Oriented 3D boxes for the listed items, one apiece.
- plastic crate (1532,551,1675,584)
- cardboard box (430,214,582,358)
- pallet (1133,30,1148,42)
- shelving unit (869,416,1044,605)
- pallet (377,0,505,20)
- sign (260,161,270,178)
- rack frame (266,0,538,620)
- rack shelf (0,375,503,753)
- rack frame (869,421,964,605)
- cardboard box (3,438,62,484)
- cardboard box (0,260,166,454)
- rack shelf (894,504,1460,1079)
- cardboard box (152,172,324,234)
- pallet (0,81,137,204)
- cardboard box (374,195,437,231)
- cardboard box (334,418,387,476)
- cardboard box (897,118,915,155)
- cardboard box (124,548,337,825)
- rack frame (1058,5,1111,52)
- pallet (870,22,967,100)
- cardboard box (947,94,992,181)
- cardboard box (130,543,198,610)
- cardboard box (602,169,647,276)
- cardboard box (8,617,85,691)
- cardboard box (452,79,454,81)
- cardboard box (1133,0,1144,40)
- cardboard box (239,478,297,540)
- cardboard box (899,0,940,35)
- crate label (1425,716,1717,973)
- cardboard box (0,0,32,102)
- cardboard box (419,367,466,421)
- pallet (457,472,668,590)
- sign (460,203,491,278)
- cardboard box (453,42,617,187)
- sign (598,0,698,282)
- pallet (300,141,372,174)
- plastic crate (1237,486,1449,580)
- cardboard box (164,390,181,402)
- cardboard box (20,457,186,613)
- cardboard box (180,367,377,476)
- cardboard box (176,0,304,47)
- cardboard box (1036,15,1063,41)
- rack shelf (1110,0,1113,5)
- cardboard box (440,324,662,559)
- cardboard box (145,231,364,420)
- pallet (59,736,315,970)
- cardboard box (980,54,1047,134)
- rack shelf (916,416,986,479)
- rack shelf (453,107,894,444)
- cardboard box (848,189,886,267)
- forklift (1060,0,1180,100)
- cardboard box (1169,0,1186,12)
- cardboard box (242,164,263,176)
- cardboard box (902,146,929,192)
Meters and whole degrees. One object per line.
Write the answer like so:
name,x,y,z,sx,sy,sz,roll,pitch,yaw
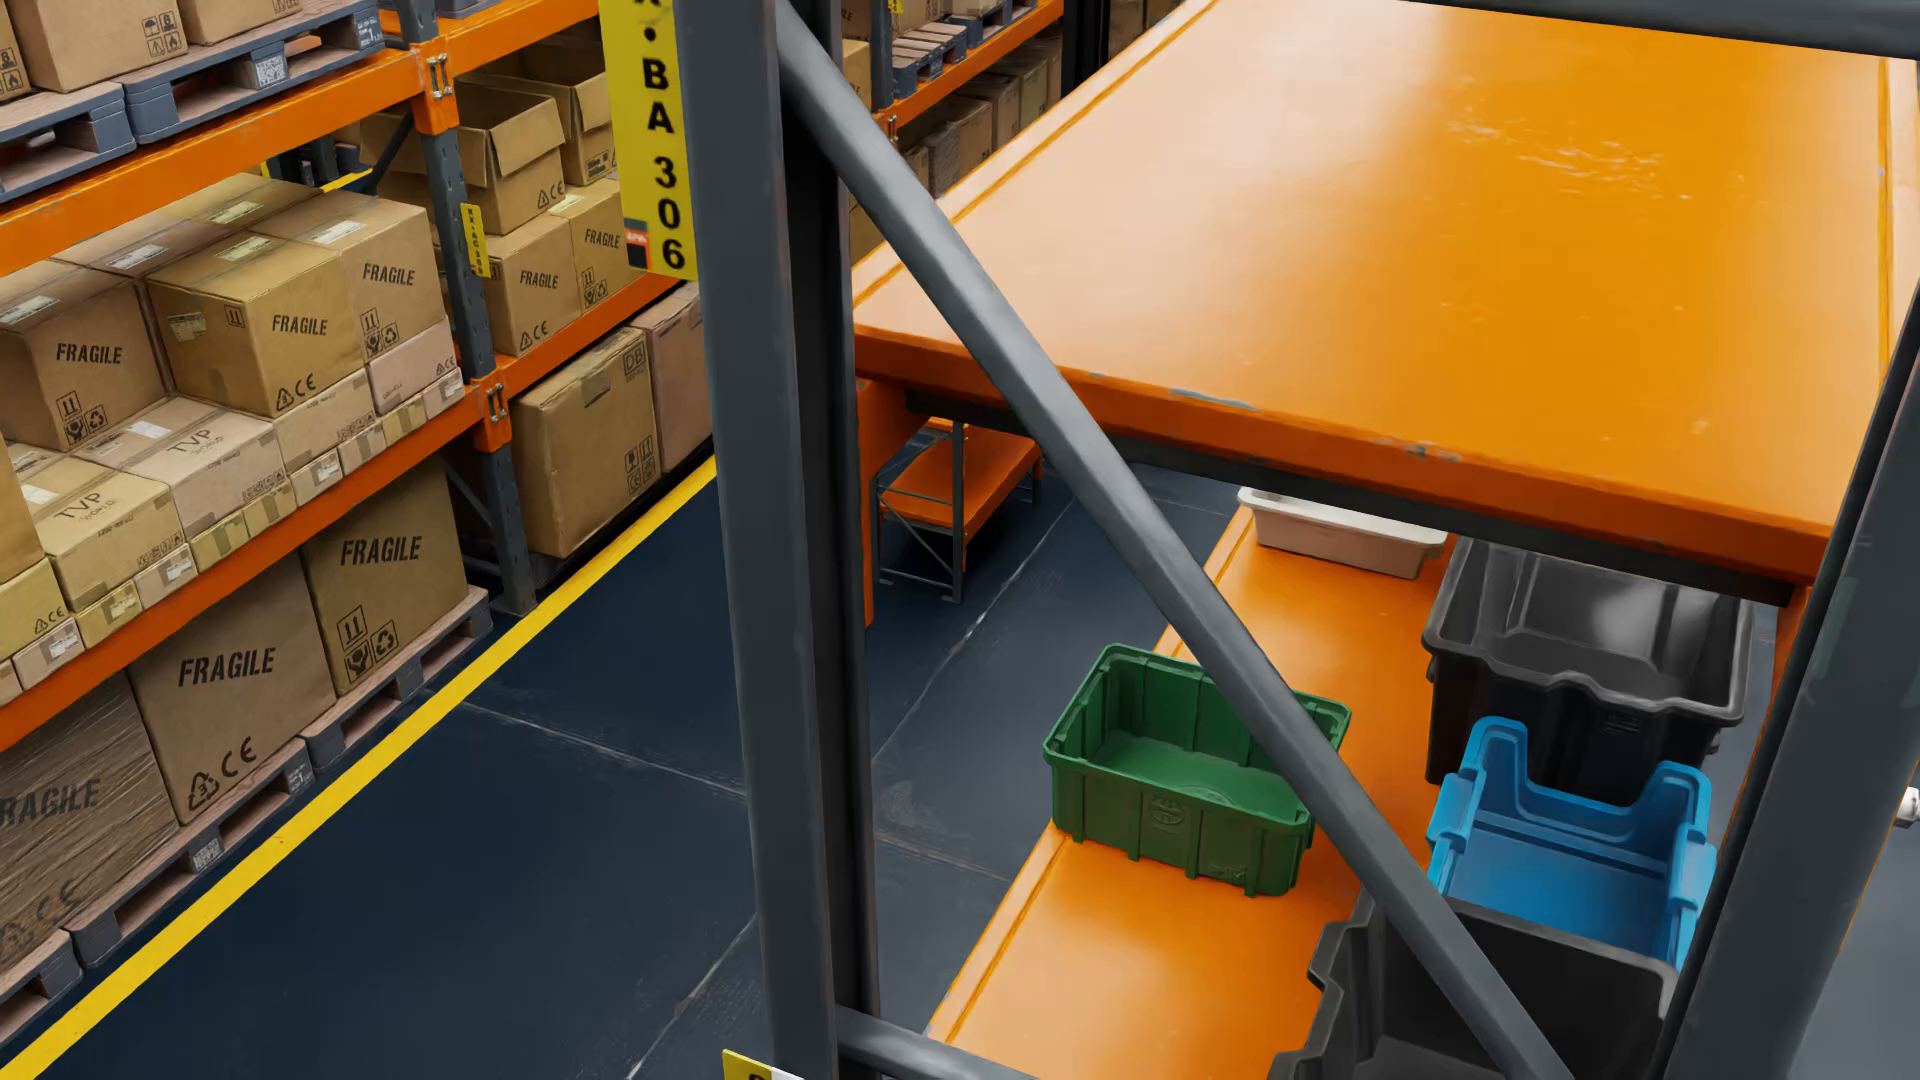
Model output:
plastic crate,1.460,-0.119,3.568,0.437,0.282,0.530,14,36,20
cardboard box,-2.154,-1.223,7.789,0.500,0.500,0.500,14,36,21
pallet,1.532,-4.780,15.848,1.003,0.211,1.213,14,36,20
shelving unit,-0.003,-0.467,8.436,0.538,1.125,1.048,14,36,20
pallet,-2.234,-2.652,7.498,0.805,0.209,1.217,13,35,19
sign,-3.070,-1.580,7.441,0.100,0.325,0.005,14,36,20
rack frame,-2.573,-1.010,7.554,1.000,3.000,0.127,14,36,20
rack shelf,-3.410,0.287,6.232,1.077,0.370,4.000,14,36,20
rack frame,-0.216,-0.214,8.050,0.500,1.125,0.032,14,36,20
cardboard box,-3.645,-0.148,6.105,0.500,0.250,0.500,14,36,21
cardboard box,-3.432,-0.701,6.266,0.500,0.500,0.500,13,35,19
rack shelf,1.089,0.169,3.677,1.077,0.370,4.000,14,36,20
cardboard box,-3.006,-1.205,7.034,0.500,0.500,0.500,14,36,20
pallet,-3.437,-1.216,5.215,1.003,0.211,1.213,14,36,20
cardboard box,-2.625,-1.347,7.977,0.500,0.500,0.500,14,36,21
cardboard box,-2.618,-0.421,6.886,0.380,0.149,0.250,14,36,20
cardboard box,-0.647,-2.795,11.471,0.500,0.250,0.500,16,36,22
cardboard box,-3.298,0.462,6.865,0.875,0.875,0.875,14,36,20
rack frame,0.774,-4.994,13.631,1.000,3.000,0.127,14,36,20
pallet,-0.698,-3.301,11.223,1.213,0.211,1.003,14,36,20
cardboard box,-0.186,-3.042,12.532,0.700,0.500,0.500,17,37,24
cardboard box,-3.048,0.089,6.108,0.380,0.149,0.250,15,36,21
cardboard box,-1.734,-1.723,8.551,0.500,0.500,0.500,13,36,19
cardboard box,-3.263,0.346,5.716,0.380,0.149,0.250,14,36,20
cardboard box,-4.663,-4.144,14.002,1.050,0.750,0.750,15,36,21
cardboard box,1.399,-4.928,15.427,0.500,0.500,0.500,11,35,16
cardboard box,-2.833,-0.165,6.495,0.380,0.149,0.250,15,36,21
cardboard box,-0.567,-3.798,11.333,0.700,0.500,0.500,20,38,27
crate label,0.932,0.541,2.589,0.408,0.251,0.502,14,36,20
cardboard box,-3.423,-1.625,5.192,0.700,0.500,0.500,16,36,23
cardboard box,-2.403,-0.678,7.277,0.380,0.149,0.250,14,36,21
pallet,-2.319,-0.245,8.931,1.003,0.211,1.213,14,36,20
sign,-2.068,-1.278,7.102,0.100,0.325,0.005,14,36,20
cardboard box,-2.016,-2.130,8.257,0.797,0.503,0.637,15,36,21
sign,-0.254,-0.373,1.407,0.100,0.325,0.005,14,36,20
pallet,-4.964,-3.399,13.741,1.003,0.211,1.213,14,36,20
plastic crate,0.891,-0.111,3.689,0.437,0.136,0.530,14,36,20
cardboard box,-3.220,-0.651,6.872,0.500,0.250,0.500,14,36,20
cardboard box,-3.162,-0.027,5.921,0.500,0.250,0.500,13,36,20
cardboard box,-2.734,-0.533,6.693,0.500,0.250,0.500,15,36,22
cardboard box,-2.846,-2.120,5.946,0.700,0.500,0.500,12,35,18
cardboard box,0.978,-4.314,14.491,0.500,0.500,0.500,13,35,19
rack shelf,1.611,-5.689,15.347,1.077,0.370,4.000,14,36,20
cardboard box,-2.324,-0.620,8.515,1.225,0.875,0.875,14,36,21
cardboard box,-2.736,-0.846,6.486,0.500,0.500,0.500,15,36,21
pallet,-3.471,1.127,6.839,1.003,0.211,1.213,14,36,20
cardboard box,0.281,-3.598,13.381,0.700,0.500,0.500,14,36,20
rack shelf,-0.003,-0.712,8.276,0.538,0.278,1.000,14,36,20
rack shelf,-1.736,-1.705,9.270,1.077,0.370,4.000,14,36,20
cardboard box,-1.207,-1.950,10.543,1.225,0.875,0.875,13,35,18
forklift,1.267,-2.506,9.899,1.130,2.935,3.031,17,37,23
cardboard box,1.952,-5.504,16.305,0.500,0.500,0.500,25,41,32
cardboard box,-5.400,-2.932,12.383,0.500,0.500,0.500,14,36,20
cardboard box,-0.637,-2.479,11.673,0.700,0.500,0.500,12,35,18
